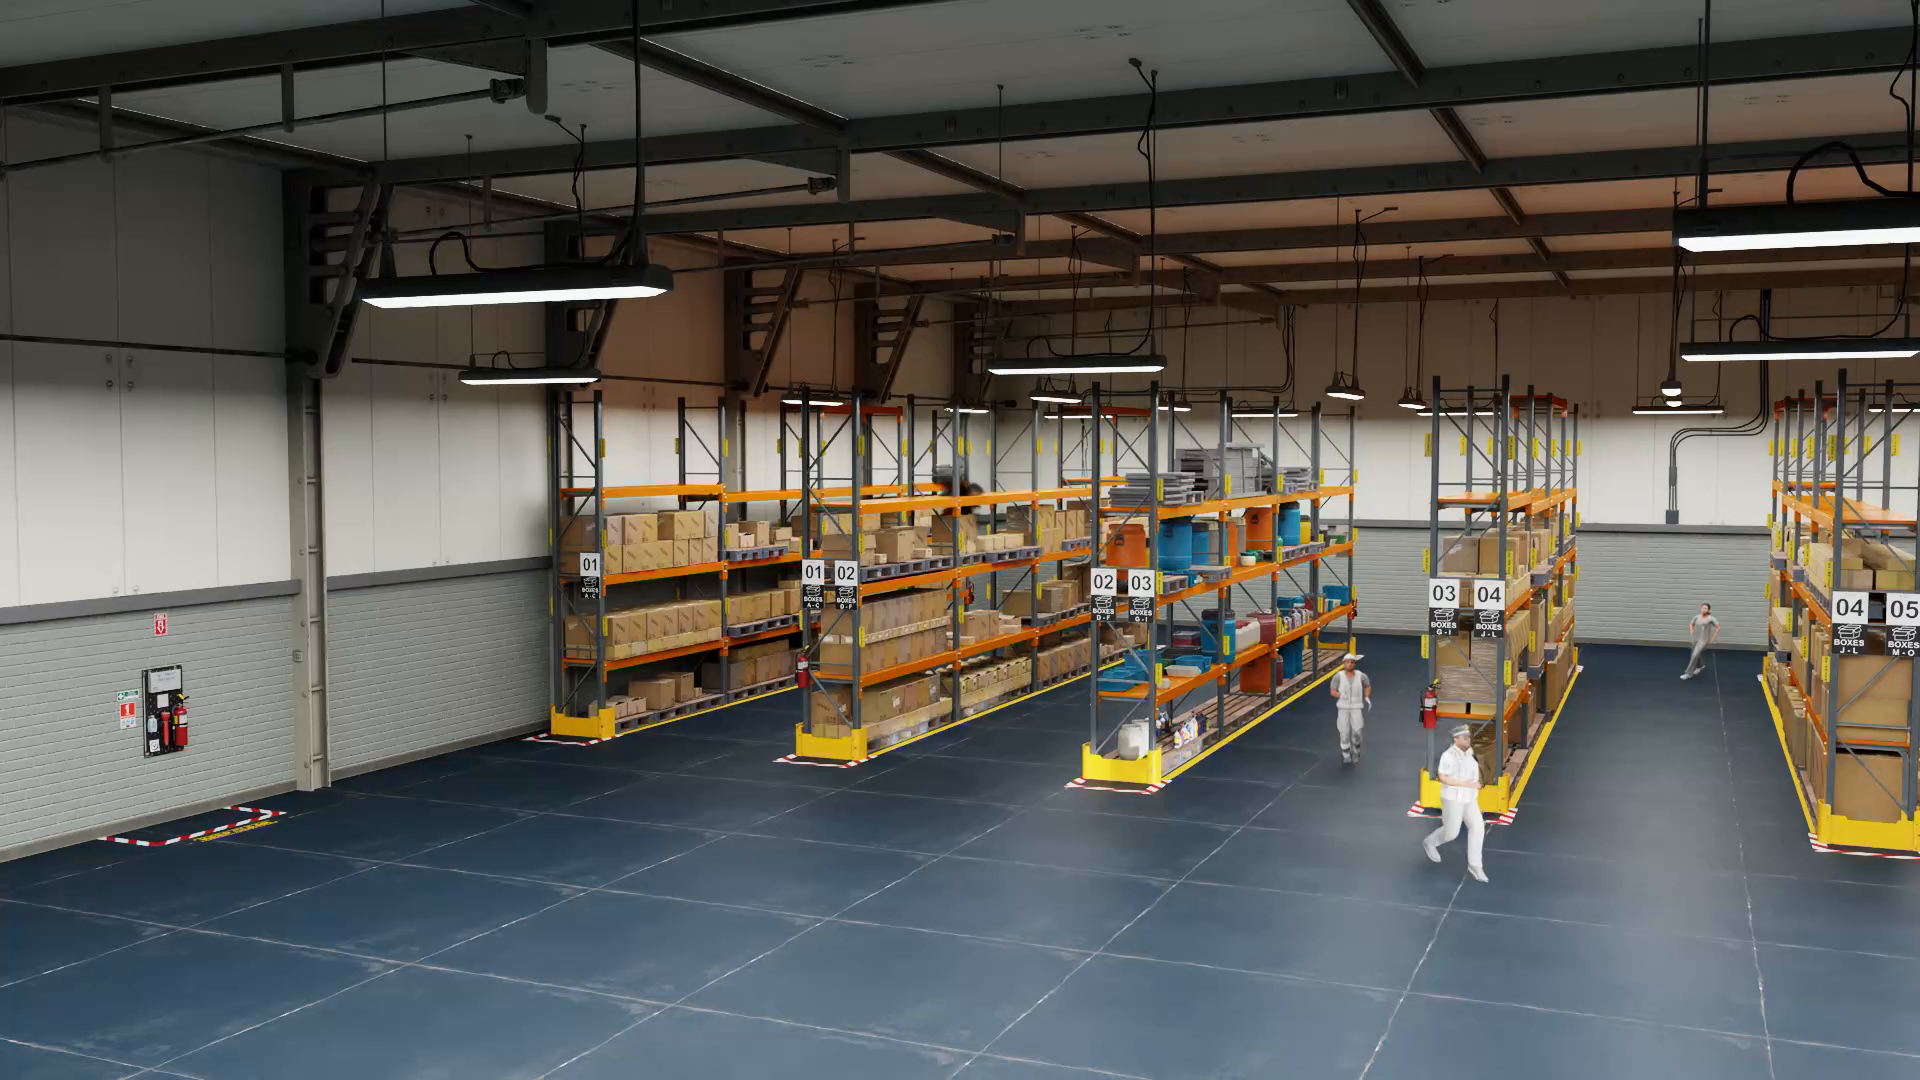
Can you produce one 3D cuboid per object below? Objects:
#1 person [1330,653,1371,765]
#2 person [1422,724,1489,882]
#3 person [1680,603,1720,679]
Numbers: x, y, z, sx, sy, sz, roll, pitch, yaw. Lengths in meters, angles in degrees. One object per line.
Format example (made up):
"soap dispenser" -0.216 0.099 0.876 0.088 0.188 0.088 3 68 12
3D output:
"person" 6.135 2.661 26.113 0.640 1.750 0.661 1 3 12
"person" 5.834 3.059 19.552 0.693 1.836 0.938 -2 4 -35
"person" 16.048 2.183 35.990 0.953 1.624 0.637 -2 4 -36
